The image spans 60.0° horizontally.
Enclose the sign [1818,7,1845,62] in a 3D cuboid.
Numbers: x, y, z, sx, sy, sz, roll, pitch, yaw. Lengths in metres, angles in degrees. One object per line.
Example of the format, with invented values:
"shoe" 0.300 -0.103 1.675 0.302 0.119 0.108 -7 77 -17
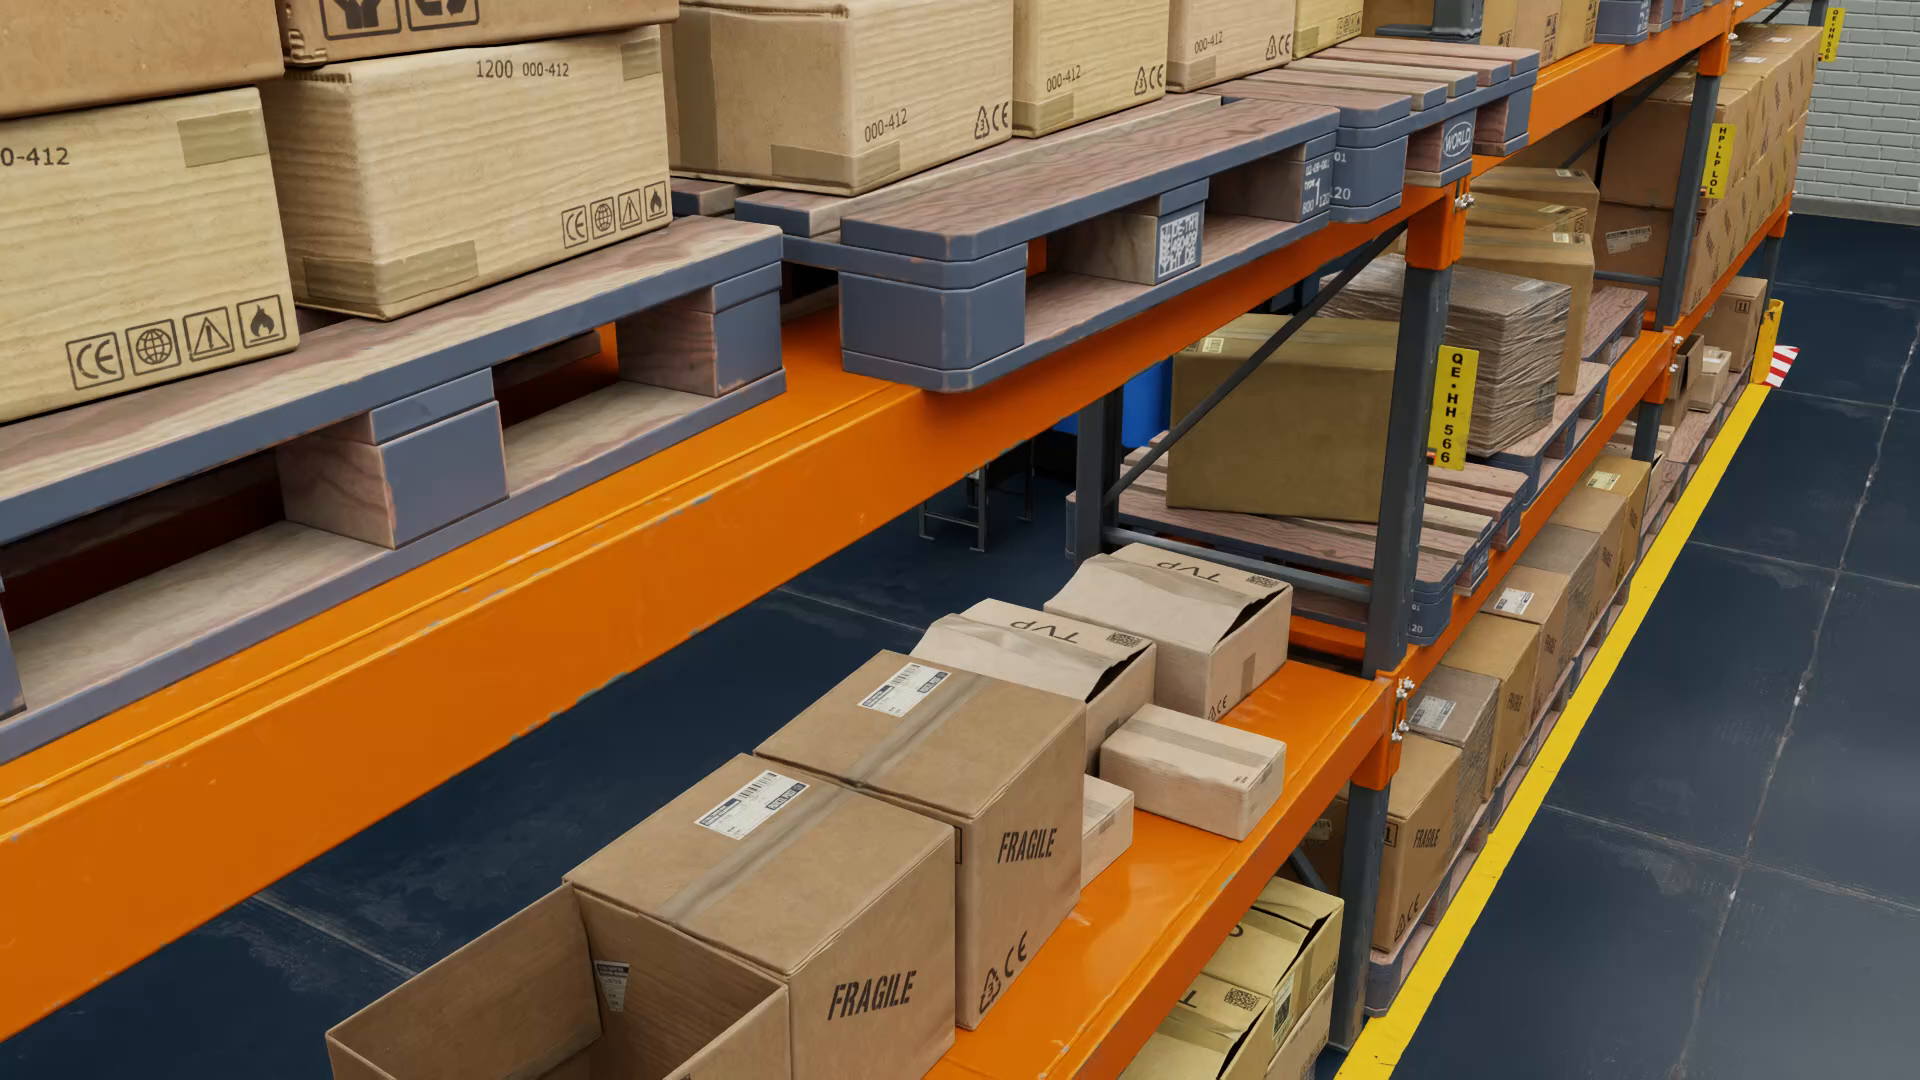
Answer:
"sign" 5.479 -3.176 10.456 0.100 0.325 0.005 14 27 29

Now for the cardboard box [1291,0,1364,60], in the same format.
"cardboard box" 0.607 -1.258 3.766 0.500 0.250 0.500 12 26 25

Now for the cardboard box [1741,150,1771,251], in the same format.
"cardboard box" 4.209 -1.948 9.347 0.500 0.500 0.500 13 27 28

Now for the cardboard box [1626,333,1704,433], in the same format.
"cardboard box" 3.895 -0.965 9.791 0.797 0.503 0.637 14 27 29

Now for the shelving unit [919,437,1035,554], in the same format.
"shelving unit" 0.087 -1.019 8.462 0.431 2.100 0.503 14 27 29

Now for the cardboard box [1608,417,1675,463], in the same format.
"cardboard box" 3.762 -0.565 9.292 0.380 0.166 0.250 14 27 29

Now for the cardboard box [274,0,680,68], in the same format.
"cardboard box" -0.672 -0.814 1.796 0.500 0.500 0.500 17 29 34

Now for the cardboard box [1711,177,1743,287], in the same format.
"cardboard box" 3.676 -1.607 8.561 0.500 0.500 0.500 14 27 30

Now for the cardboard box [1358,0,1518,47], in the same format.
"cardboard box" 1.000 -1.500 4.537 0.910 0.500 0.500 14 27 29

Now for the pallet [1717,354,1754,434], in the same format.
"pallet" 4.559 -1.048 10.906 1.003 0.211 1.213 14 27 29

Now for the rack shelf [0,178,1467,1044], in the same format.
"rack shelf" -0.256 -0.294 2.784 1.077 0.370 4.000 14 27 29

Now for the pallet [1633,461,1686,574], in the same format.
"pallet" 3.272 -0.225 9.004 1.003 0.211 1.213 14 27 29

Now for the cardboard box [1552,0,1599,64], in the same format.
"cardboard box" 1.543 -1.847 5.340 0.910 0.500 0.500 14 27 29

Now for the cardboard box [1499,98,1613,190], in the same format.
"cardboard box" 2.955 -2.003 8.216 0.500 0.500 0.500 14 27 29

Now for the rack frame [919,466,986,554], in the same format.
"rack frame" -0.041 -0.937 8.272 0.400 2.100 0.015 14 27 29

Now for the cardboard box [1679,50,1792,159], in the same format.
"cardboard box" 4.211 -2.400 9.134 0.500 0.500 0.500 15 27 31

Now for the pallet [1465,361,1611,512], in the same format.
"pallet" 1.820 -0.492 6.353 1.003 0.211 1.213 14 27 29

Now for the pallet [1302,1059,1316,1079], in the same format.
"pallet" 0.331 1.626 4.727 1.003 0.211 1.213 14 27 29

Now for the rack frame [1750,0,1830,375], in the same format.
"rack frame" 5.018 -2.623 11.034 1.000 3.000 0.127 14 27 29

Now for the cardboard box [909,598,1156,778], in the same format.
"cardboard box" 0.162 0.379 4.211 0.500 0.311 0.500 14 27 28

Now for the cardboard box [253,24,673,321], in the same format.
"cardboard box" -0.691 -0.465 1.934 0.500 0.250 0.500 11 26 24

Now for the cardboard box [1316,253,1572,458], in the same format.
"cardboard box" 1.680 -0.666 5.859 0.700 0.500 0.500 20 31 39

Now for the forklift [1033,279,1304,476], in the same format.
"forklift" 1.516 -2.136 9.995 1.130 2.935 3.031 16 28 33

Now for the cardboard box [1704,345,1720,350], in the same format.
"cardboard box" 4.651 -1.172 10.694 0.380 0.166 0.250 14 27 29

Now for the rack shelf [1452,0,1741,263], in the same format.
"rack shelf" 1.854 -1.644 5.903 1.077 0.370 4.000 14 27 29

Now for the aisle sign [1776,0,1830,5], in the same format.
"aisle sign" 5.315 -3.775 10.422 0.394 0.787 0.004 14 27 29

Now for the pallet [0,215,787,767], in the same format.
"pallet" -0.857 -0.162 1.814 0.805 0.209 1.217 13 26 27

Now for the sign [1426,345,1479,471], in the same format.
"sign" 1.272 -0.339 4.300 0.100 0.325 0.005 14 27 29

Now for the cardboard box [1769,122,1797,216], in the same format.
"cardboard box" 4.743 -2.285 10.127 0.500 0.500 0.500 14 27 29

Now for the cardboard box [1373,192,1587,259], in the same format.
"cardboard box" 2.160 -1.153 6.984 0.700 0.500 0.500 19 30 37

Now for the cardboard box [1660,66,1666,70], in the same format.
"cardboard box" 3.489 -2.346 9.010 0.500 0.500 0.500 14 27 29

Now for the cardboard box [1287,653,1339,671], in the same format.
"cardboard box" 1.119 0.293 5.945 0.500 0.250 0.500 15 28 31

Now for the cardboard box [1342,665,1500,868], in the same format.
"cardboard box" 1.553 0.751 5.833 0.500 0.500 0.500 13 27 27

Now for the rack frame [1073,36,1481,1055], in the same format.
"rack frame" 0.799 0.077 4.796 1.000 3.000 0.127 14 27 29

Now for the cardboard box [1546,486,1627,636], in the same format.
"cardboard box" 2.624 0.064 7.419 0.500 0.500 0.500 14 27 29

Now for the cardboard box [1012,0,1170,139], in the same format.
"cardboard box" 0.035 -0.887 2.908 0.500 0.250 0.500 13 27 28

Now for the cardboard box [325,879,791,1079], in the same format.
"cardboard box" -0.615 0.948 2.660 0.500 0.500 0.500 16 28 33

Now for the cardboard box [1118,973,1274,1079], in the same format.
"cardboard box" 0.463 1.294 4.212 0.500 0.311 0.500 13 27 28

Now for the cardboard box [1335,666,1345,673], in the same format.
"cardboard box" 1.092 0.657 6.048 0.500 0.500 0.500 15 28 31

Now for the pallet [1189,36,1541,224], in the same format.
"pallet" 0.517 -0.965 3.666 1.213 0.211 1.003 15 28 31

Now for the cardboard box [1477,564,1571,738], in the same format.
"cardboard box" 2.093 0.405 6.631 0.500 0.500 0.500 13 27 27

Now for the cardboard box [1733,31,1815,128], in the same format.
"cardboard box" 4.752 -2.749 9.941 0.500 0.500 0.500 15 27 30

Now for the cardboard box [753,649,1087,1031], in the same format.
"cardboard box" -0.073 0.601 3.460 0.500 0.500 0.500 12 26 26

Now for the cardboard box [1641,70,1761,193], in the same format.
"cardboard box" 3.668 -2.052 8.330 0.500 0.500 0.500 13 27 27

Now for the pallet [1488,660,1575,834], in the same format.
"pallet" 1.869 0.703 6.862 1.003 0.211 1.213 14 27 29

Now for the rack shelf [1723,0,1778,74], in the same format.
"rack shelf" 3.964 -2.994 9.021 1.077 0.370 4.000 14 27 29

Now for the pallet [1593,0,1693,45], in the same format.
"pallet" 1.960 -2.007 6.072 1.213 0.211 1.003 14 27 29
